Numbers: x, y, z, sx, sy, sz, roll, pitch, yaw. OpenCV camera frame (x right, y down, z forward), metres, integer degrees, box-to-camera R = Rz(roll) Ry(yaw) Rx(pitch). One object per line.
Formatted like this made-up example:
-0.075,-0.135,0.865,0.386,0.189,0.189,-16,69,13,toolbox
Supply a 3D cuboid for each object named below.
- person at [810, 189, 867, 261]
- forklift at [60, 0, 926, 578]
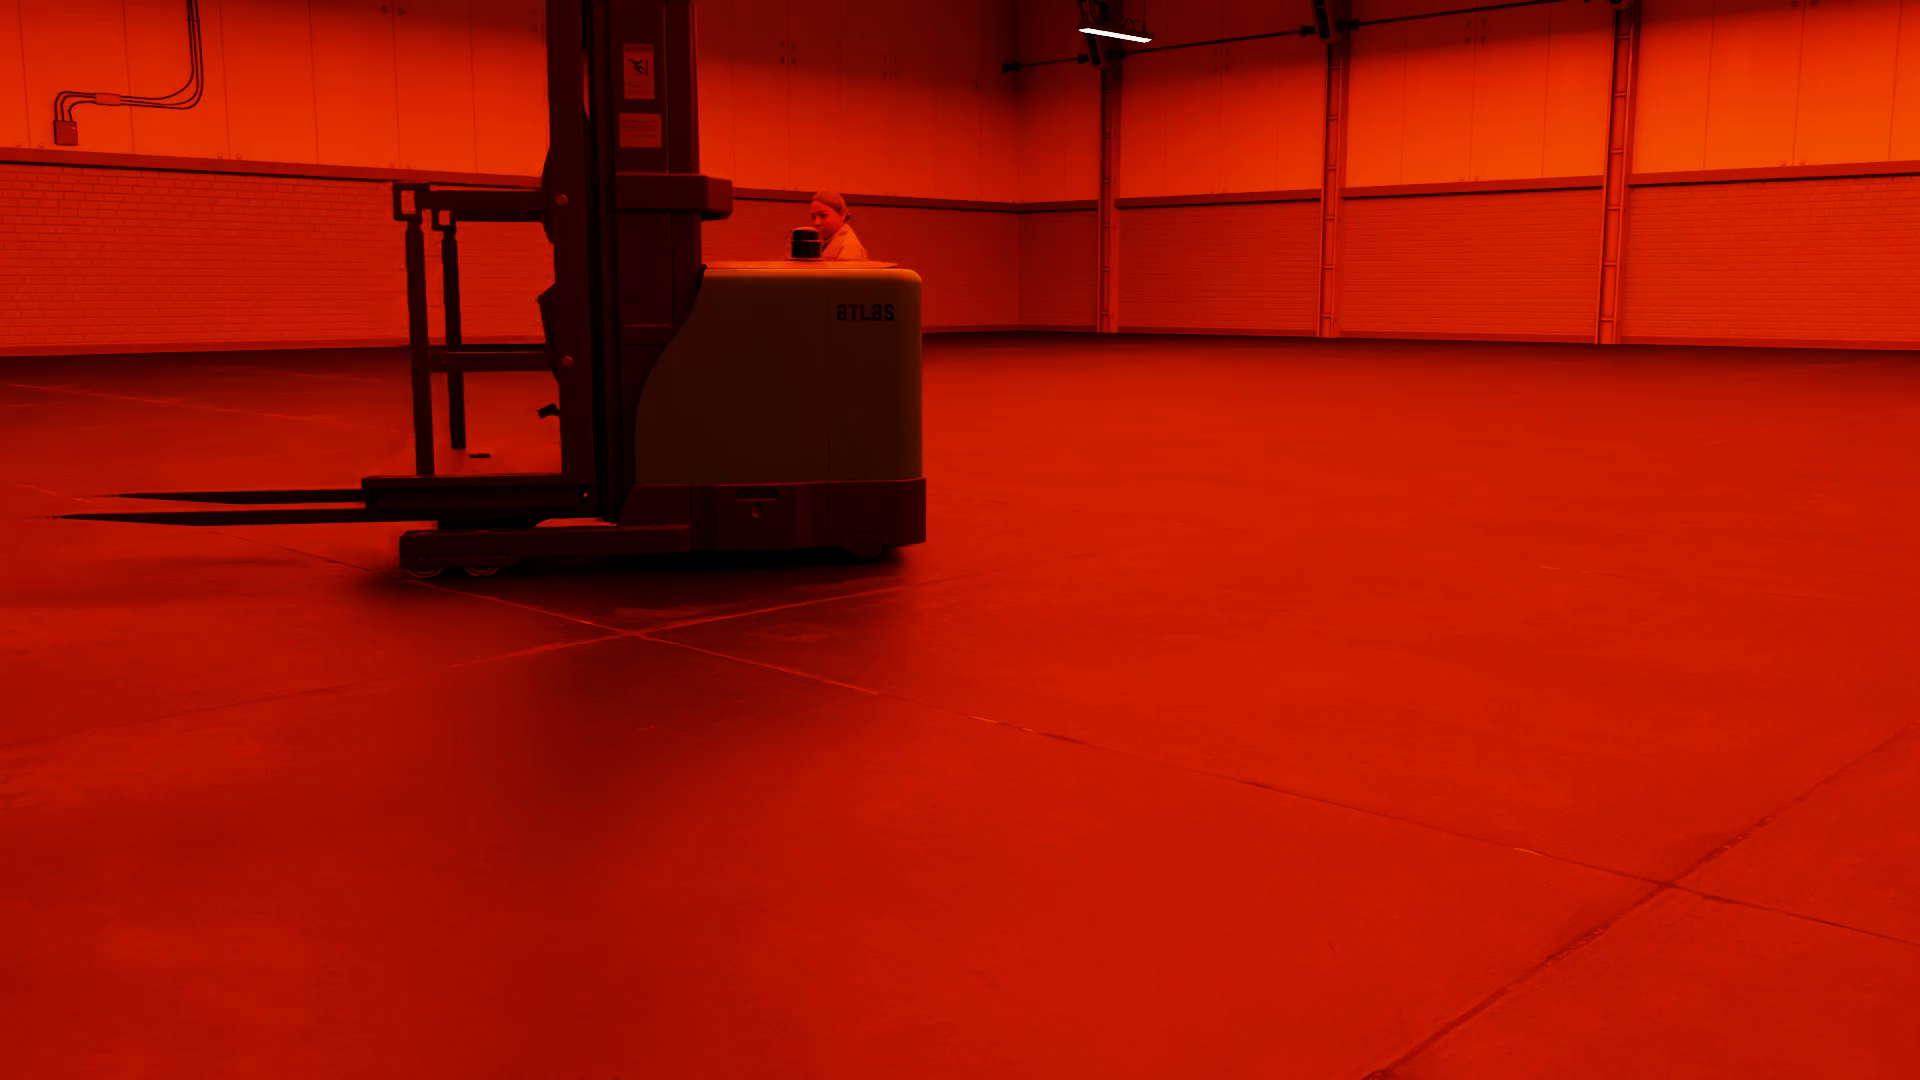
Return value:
-0.609,-0.976,8.354,0.485,1.542,1.049,2,9,11,person
-1.692,-1.400,6.170,3.031,2.935,1.130,-2,9,-10,forklift
